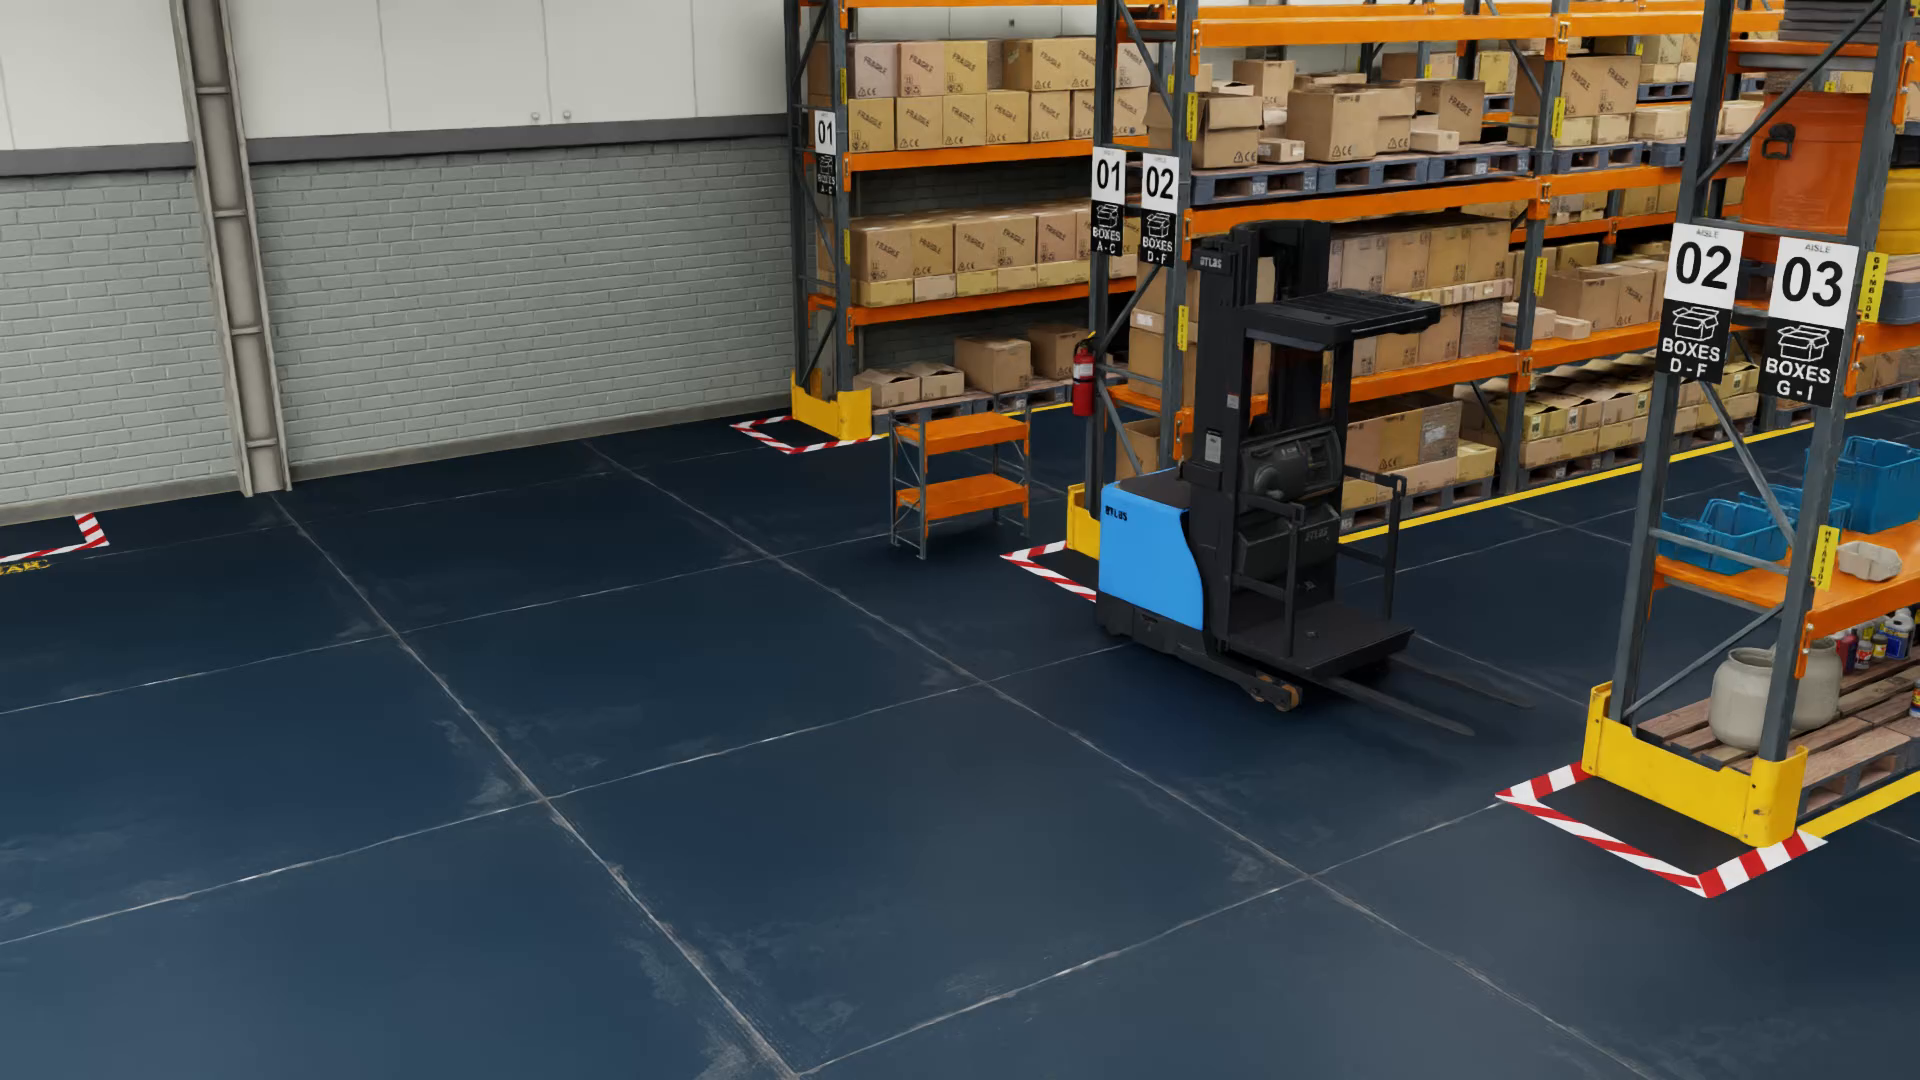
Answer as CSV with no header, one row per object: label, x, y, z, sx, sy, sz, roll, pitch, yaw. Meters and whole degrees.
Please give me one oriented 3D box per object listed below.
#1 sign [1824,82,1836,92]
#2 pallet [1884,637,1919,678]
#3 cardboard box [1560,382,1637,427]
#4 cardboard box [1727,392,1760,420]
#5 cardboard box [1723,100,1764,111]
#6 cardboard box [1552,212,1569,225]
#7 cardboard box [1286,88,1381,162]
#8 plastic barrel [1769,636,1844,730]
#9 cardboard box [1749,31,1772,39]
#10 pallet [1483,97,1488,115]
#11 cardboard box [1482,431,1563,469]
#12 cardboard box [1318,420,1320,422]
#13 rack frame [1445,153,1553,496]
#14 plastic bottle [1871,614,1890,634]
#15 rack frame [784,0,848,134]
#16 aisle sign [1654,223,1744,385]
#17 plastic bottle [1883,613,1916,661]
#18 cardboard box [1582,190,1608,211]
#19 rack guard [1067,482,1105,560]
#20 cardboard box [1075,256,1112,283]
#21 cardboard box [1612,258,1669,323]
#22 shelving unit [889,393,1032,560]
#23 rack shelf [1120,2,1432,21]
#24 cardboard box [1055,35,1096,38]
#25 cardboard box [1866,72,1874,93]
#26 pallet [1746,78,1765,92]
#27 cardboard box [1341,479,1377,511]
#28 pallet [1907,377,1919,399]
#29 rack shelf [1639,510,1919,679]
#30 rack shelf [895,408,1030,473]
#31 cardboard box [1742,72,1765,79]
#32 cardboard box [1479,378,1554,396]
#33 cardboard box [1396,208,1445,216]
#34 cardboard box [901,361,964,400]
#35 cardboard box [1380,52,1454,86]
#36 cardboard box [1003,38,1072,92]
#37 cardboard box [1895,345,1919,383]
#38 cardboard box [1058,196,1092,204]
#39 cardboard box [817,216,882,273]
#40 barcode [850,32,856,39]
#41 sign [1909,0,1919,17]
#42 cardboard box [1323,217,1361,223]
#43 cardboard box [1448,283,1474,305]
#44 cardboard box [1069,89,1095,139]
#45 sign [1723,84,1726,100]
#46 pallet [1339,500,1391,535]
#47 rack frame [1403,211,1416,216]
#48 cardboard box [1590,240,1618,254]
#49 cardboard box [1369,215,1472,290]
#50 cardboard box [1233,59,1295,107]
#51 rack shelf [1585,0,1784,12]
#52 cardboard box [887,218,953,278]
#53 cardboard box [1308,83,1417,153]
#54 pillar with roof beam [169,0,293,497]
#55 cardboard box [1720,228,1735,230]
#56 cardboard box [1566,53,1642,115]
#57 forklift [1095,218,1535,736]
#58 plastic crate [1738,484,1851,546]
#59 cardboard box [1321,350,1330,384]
sign,8.311,-4.217,15.921,0.005,0.325,0.100,-12,22,-31
pallet,6.810,0.795,11.065,1.213,0.211,1.003,-12,22,-31
cardboard box,6.007,-1.306,15.685,0.500,0.311,0.500,-13,22,-33
cardboard box,7.708,-1.402,16.846,0.500,0.250,0.500,-11,22,-30
cardboard box,7.665,-4.118,16.136,0.500,0.250,0.500,-14,23,-35
cardboard box,7.872,-4.301,22.145,0.250,0.149,0.380,-12,22,-31
cardboard box,2.869,-3.208,12.835,0.500,0.500,0.500,-12,22,-31
plastic barrel,4.979,0.826,9.847,0.421,0.512,0.421,0,19,0
cardboard box,11.082,-7.062,23.517,0.500,0.500,0.500,-11,22,-30
pallet,5.794,-5.447,20.785,1.003,0.211,1.213,-11,21,-29
cardboard box,5.145,-0.860,15.243,0.500,0.250,0.500,-13,22,-33
cardboard box,2.729,-0.721,13.661,0.500,0.500,0.500,-12,22,-31
rack frame,4.672,-1.959,14.856,0.127,3.000,1.000,-12,22,-31
plastic bottle,5.978,0.552,10.877,0.185,0.351,0.144,-12,22,-32
rack frame,-1.396,-5.421,15.729,0.127,3.000,1.000,-12,22,-31
aisle sign,3.829,-1.227,8.632,0.004,0.787,0.394,-12,22,-31
plastic bottle,6.081,0.623,10.785,0.135,0.276,0.152,-12,22,-31
cardboard box,8.379,-4.742,22.435,0.500,0.500,0.500,-12,22,-32
rack guard,1.311,-0.066,13.160,0.348,0.500,1.175,-12,22,-31
cardboard box,1.295,-2.972,18.055,0.500,0.250,0.500,-12,22,-31
cardboard box,6.621,-2.411,16.037,0.500,0.500,0.500,-13,23,-34
shelving unit,0.006,-0.534,13.568,1.048,1.125,0.538,-12,22,-31
rack shelf,3.615,-5.947,19.034,4.000,0.370,1.077,-12,22,-31
cardboard box,1.378,-5.225,18.085,0.500,0.500,0.500,-11,22,-30
cardboard box,9.233,-4.861,17.037,0.500,0.500,0.500,-12,22,-31
pallet,11.353,-6.643,24.165,1.213,0.211,1.003,-12,22,-31
cardboard box,3.155,-0.450,14.029,0.500,0.250,0.500,-12,22,-31
pallet,10.695,-1.894,19.017,1.213,0.211,1.003,-12,22,-31
rack shelf,5.723,0.060,10.008,4.000,0.370,1.077,-12,22,-31
rack shelf,0.006,-0.811,13.474,1.000,0.278,0.538,-12,22,-31
cardboard box,11.067,-6.701,23.622,0.500,0.250,0.500,-13,23,-33
cardboard box,5.284,-1.363,15.853,0.500,0.311,0.500,-11,22,-30
cardboard box,5.832,-4.203,20.841,0.500,0.500,0.500,-11,22,-30
cardboard box,-0.293,-1.712,17.636,0.500,0.311,0.500,-10,21,-27
cardboard box,5.651,-5.764,20.584,0.500,0.500,0.700,-14,23,-36
cardboard box,0.793,-4.880,17.064,0.500,0.500,0.500,-13,23,-33
cardboard box,10.263,-2.056,18.358,0.500,0.500,0.500,-12,22,-31
cardboard box,1.437,-3.550,18.595,0.500,0.500,0.500,-13,22,-33
cardboard box,-1.119,-3.012,17.004,0.500,0.500,0.500,-12,22,-32
barcode,-1.078,-5.064,16.702,0.075,0.075,0.001,-12,22,-31
sign,4.352,-2.524,7.486,0.005,0.325,0.100,-12,22,-31
cardboard box,4.446,-4.053,20.206,0.500,0.500,0.700,-14,23,-36
cardboard box,4.138,-2.119,14.159,0.250,0.149,0.380,-13,22,-33
cardboard box,1.229,-4.521,17.562,0.500,0.500,0.500,-14,23,-36
sign,7.716,-4.475,16.807,0.005,0.325,0.100,-12,22,-31
pallet,2.965,-0.293,14.282,1.213,0.211,1.003,-12,22,-31
rack frame,5.285,-3.988,20.858,0.127,3.000,1.000,-12,22,-31
cardboard box,9.077,-4.147,23.561,0.250,0.149,0.380,-12,22,-32
cardboard box,3.884,-2.452,14.132,0.500,0.500,0.700,-12,22,-32
cardboard box,3.475,-5.243,19.074,0.500,0.500,0.500,-13,23,-33
rack shelf,10.296,-7.357,23.202,4.000,0.370,1.077,-12,22,-31
cardboard box,-0.414,-2.961,16.851,0.500,0.500,0.500,-12,22,-31
cardboard box,3.227,-3.438,13.511,0.637,0.503,0.797,-9,21,-25
pillar with roof beam,-3.931,-3.567,10.246,0.400,9.000,9.100,-12,22,-31
cardboard box,11.432,-4.645,25.034,0.250,0.149,0.380,-12,22,-31
cardboard box,5.672,-4.068,14.818,0.500,0.500,0.500,-10,21,-26
forklift,2.277,-0.483,10.597,1.130,2.935,3.031,-14,23,-36
plastic crate,4.852,-0.140,9.706,0.408,0.251,0.499,-12,22,-31
cardboard box,2.582,-1.560,13.521,0.500,0.500,0.700,-12,22,-31
